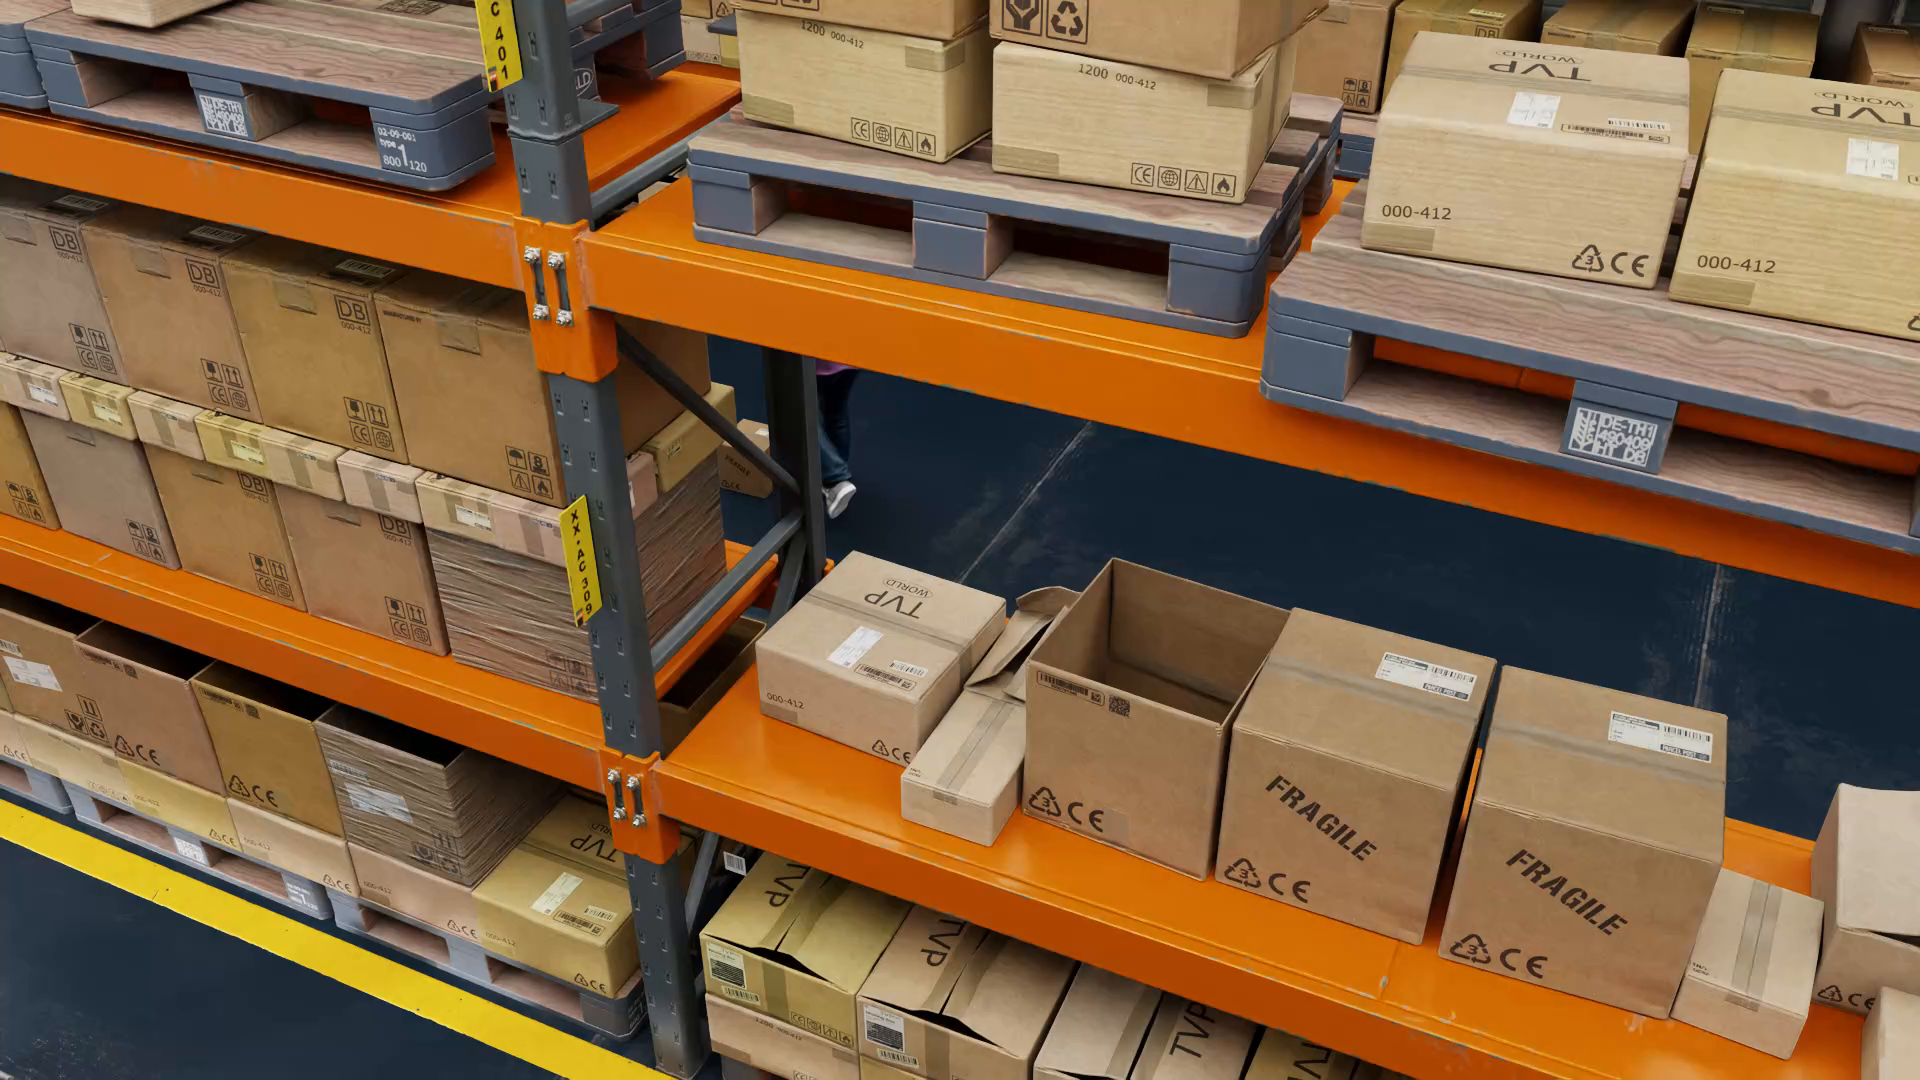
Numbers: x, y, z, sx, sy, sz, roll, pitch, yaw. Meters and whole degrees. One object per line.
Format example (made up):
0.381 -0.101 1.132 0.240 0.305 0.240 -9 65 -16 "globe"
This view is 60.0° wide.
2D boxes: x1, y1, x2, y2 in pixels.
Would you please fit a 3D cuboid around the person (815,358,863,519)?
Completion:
-0.582 -0.821 7.364 0.456 1.586 0.520 -26 42 -33 "person"
